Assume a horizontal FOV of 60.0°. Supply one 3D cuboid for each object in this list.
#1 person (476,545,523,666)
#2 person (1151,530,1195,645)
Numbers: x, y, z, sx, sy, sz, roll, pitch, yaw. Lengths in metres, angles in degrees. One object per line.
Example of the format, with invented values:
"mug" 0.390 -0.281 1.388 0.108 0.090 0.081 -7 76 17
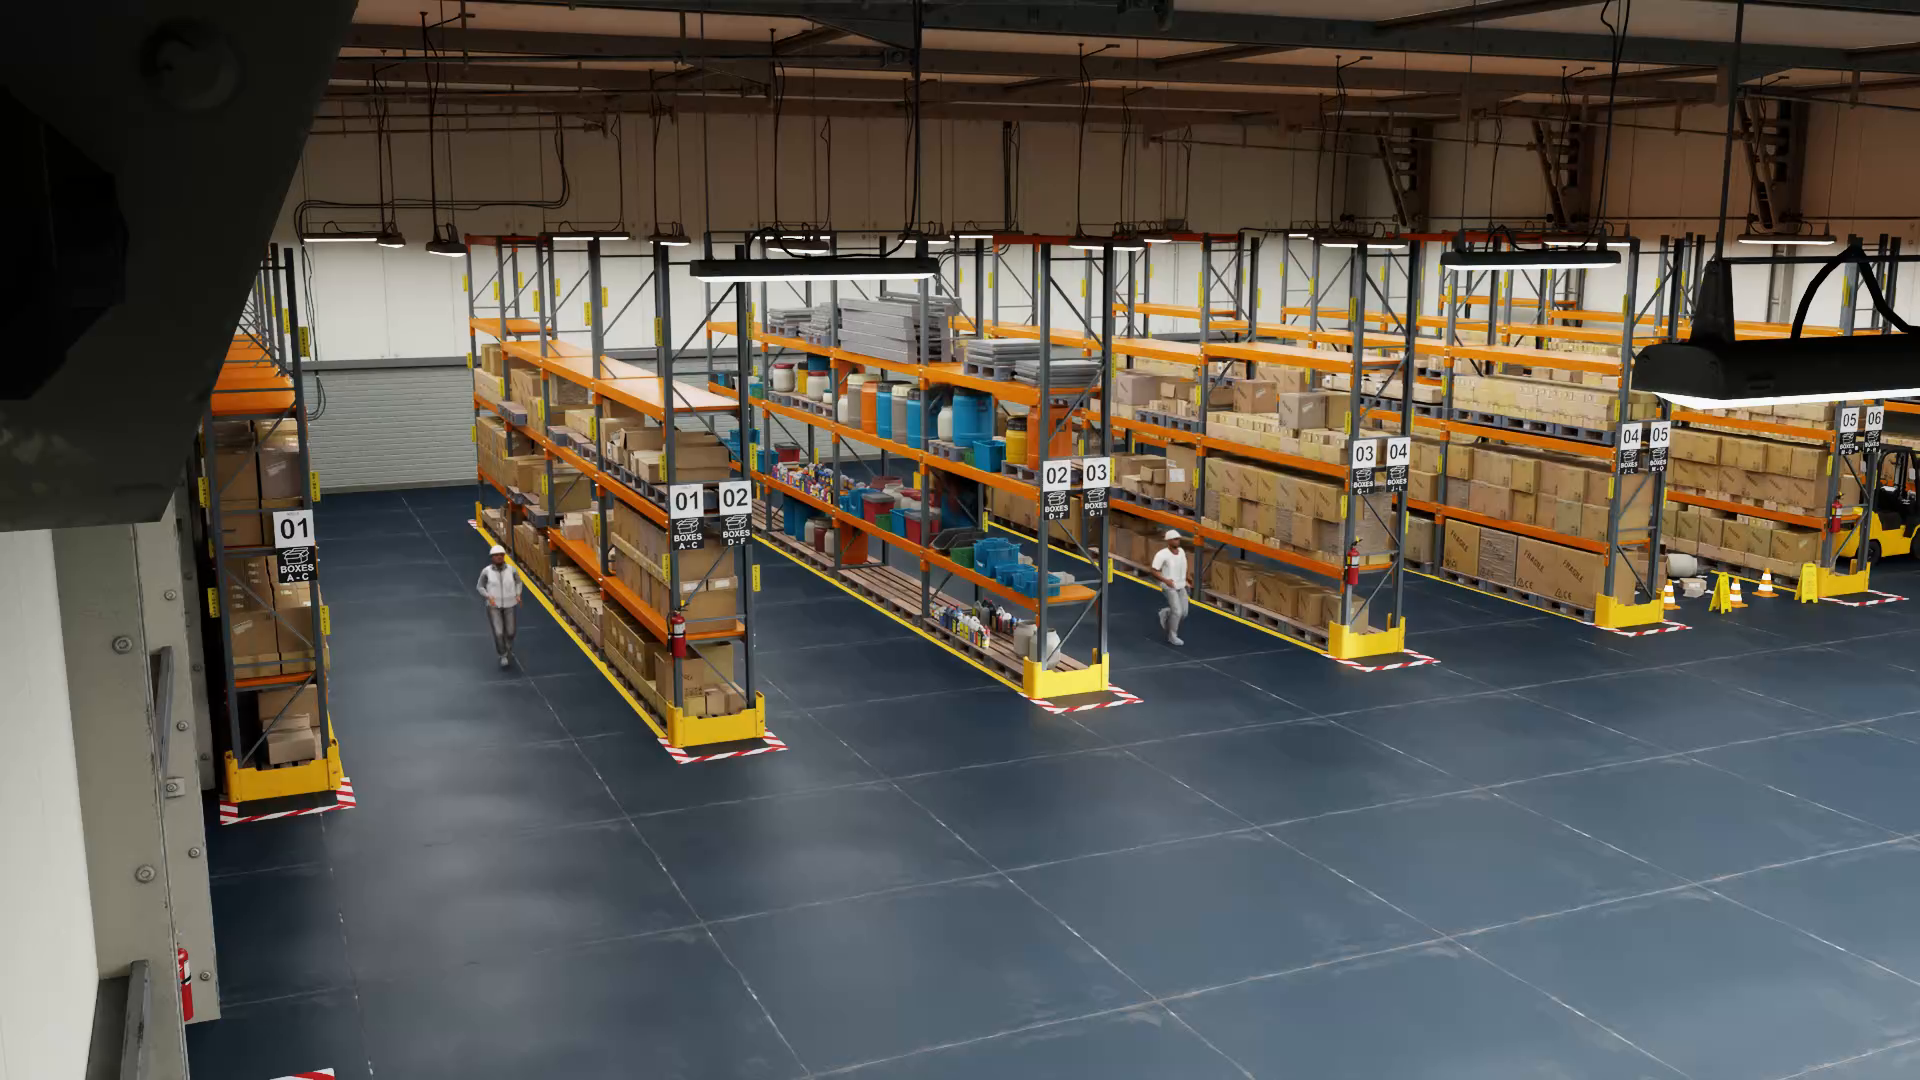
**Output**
"person" -6.588 0.925 23.873 0.661 1.731 0.585 -4 12 -21
"person" 3.167 0.696 25.066 0.702 1.723 0.598 -9 14 -39
